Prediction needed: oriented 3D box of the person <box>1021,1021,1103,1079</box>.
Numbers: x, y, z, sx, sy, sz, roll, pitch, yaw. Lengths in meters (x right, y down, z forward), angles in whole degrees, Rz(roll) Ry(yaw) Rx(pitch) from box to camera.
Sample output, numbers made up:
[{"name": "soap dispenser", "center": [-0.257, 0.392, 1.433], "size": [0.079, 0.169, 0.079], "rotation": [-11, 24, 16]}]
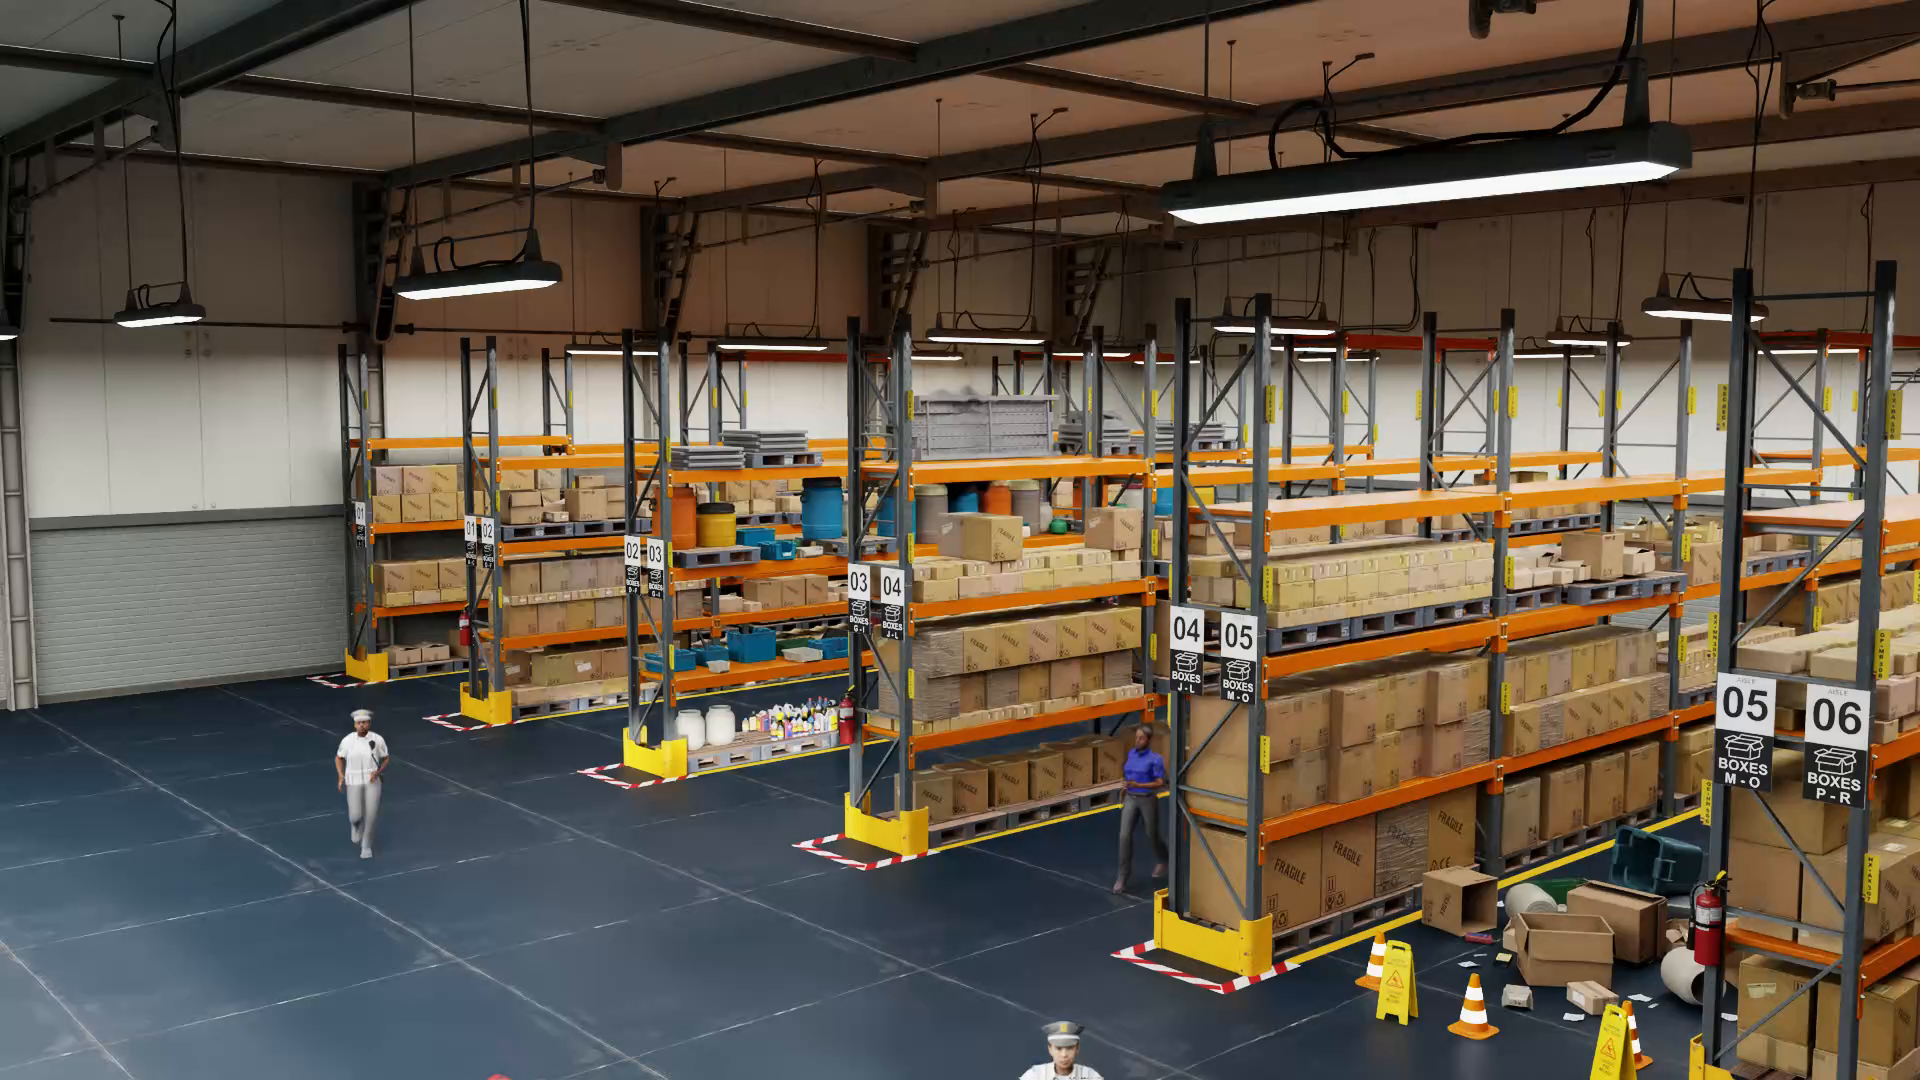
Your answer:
[{"name": "person", "center": [0.574, 3.510, 9.384], "size": [0.623, 1.658, 0.550], "rotation": [0, 5, 0]}]

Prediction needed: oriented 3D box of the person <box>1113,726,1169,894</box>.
[{"name": "person", "center": [1.894, 2.774, 17.331], "size": [0.566, 1.687, 0.853], "rotation": [4, 6, 35]}]

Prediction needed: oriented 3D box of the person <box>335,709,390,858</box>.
[{"name": "person", "center": [-6.627, 2.697, 18.465], "size": [0.581, 1.660, 0.555], "rotation": [-2, 5, -18]}]
